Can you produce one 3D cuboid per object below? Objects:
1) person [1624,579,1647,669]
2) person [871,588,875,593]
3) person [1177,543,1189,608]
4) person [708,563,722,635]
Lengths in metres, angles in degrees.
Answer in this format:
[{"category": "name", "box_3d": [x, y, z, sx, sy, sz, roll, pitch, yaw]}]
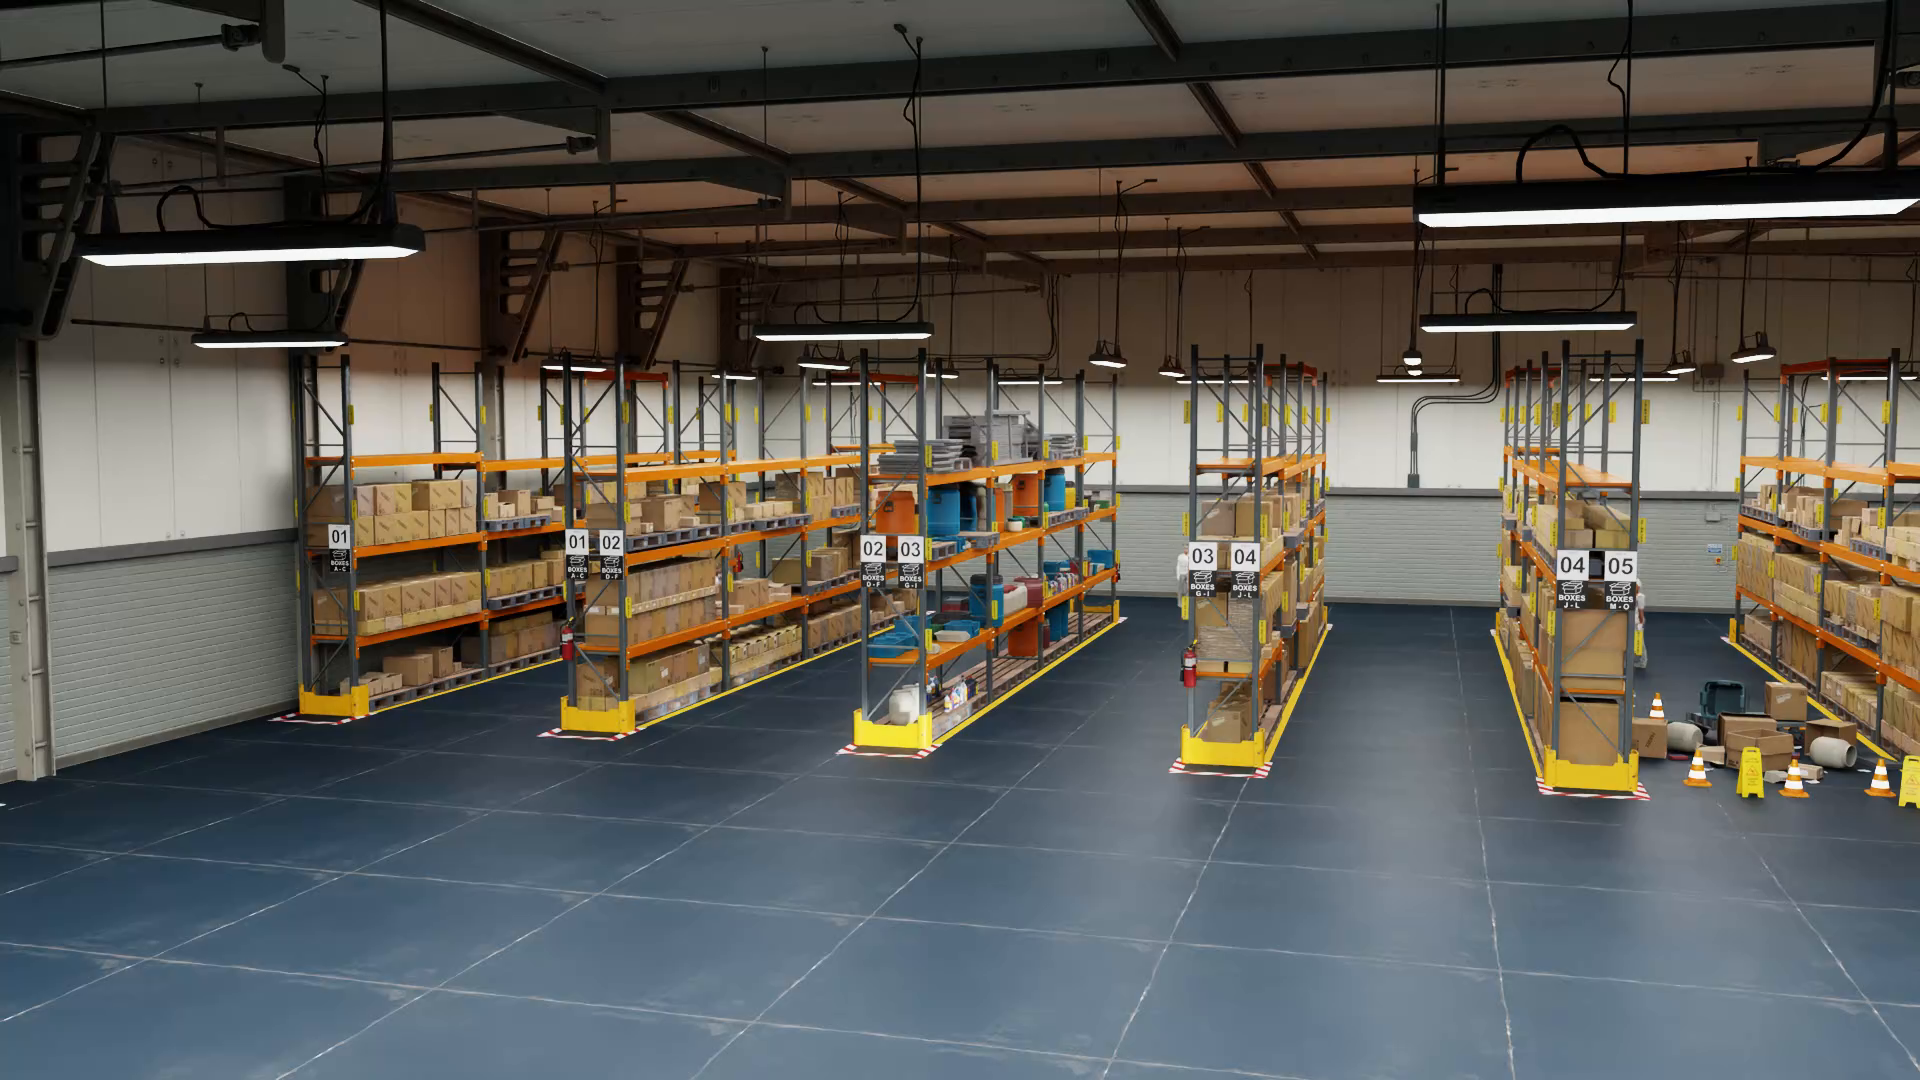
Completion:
[{"category": "person", "box_3d": [13.276, 1.650, 32.931, 0.625, 1.776, 0.594, 2, 5, 29]}, {"category": "person", "box_3d": [-2.345, 0.981, 43.019, 0.439, 1.614, 0.327, -4, 6, -42]}, {"category": "person", "box_3d": [5.884, 0.934, 43.236, 0.505, 1.701, 0.495, -1, 4, -7]}, {"category": "person", "box_3d": [-5.579, 1.324, 38.067, 0.543, 1.638, 0.975, 1, 4, 10]}]
